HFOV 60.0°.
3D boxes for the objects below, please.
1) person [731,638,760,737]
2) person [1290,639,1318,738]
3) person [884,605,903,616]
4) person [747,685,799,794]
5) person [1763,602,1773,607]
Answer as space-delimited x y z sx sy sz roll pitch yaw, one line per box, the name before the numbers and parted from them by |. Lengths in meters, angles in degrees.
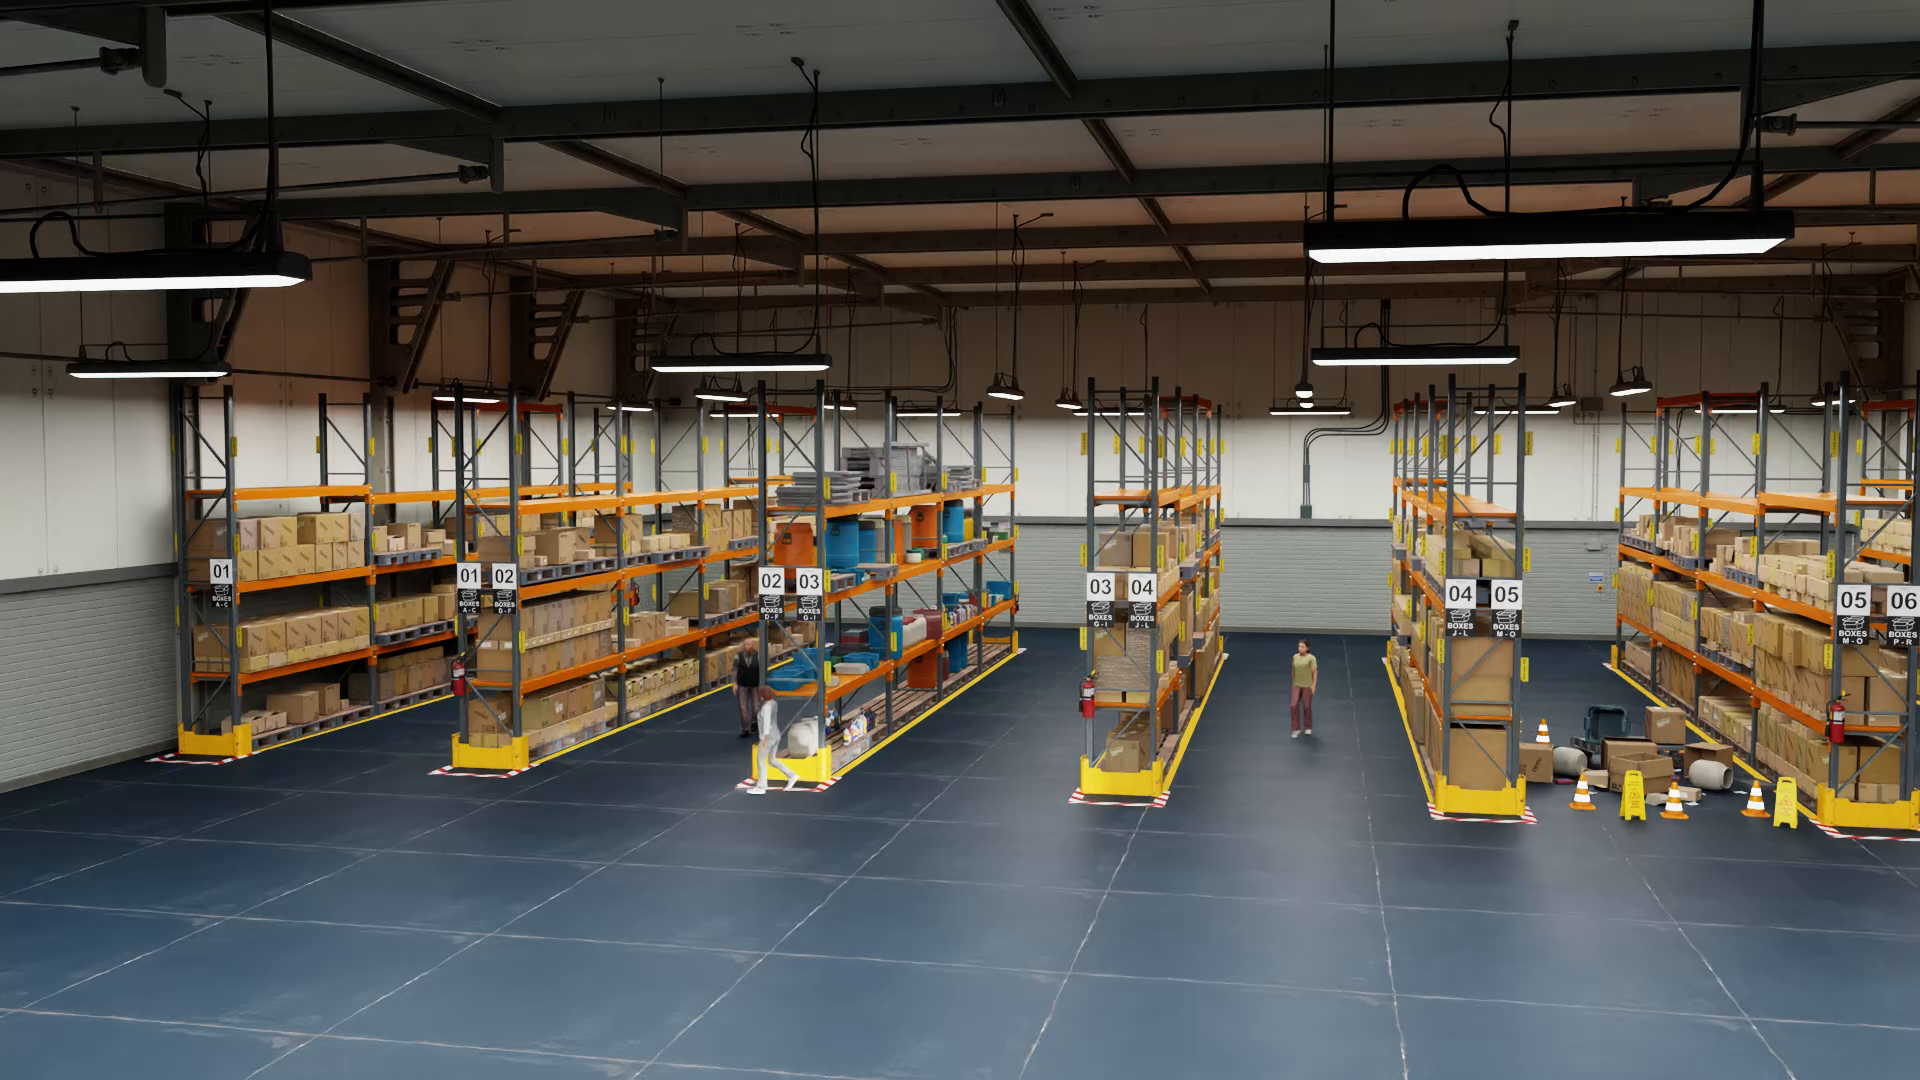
person | -3.670 2.540 28.899 0.620 1.709 0.581 0 3 -8
person | 5.947 2.573 28.789 0.496 1.727 0.536 2 4 32
person | -1.549 2.041 36.968 0.567 1.768 0.511 0 3 -3
person | -2.699 2.869 23.947 0.733 1.569 0.505 1 3 14
person | 18.767 2.013 38.698 0.916 1.622 0.503 0 3 5
